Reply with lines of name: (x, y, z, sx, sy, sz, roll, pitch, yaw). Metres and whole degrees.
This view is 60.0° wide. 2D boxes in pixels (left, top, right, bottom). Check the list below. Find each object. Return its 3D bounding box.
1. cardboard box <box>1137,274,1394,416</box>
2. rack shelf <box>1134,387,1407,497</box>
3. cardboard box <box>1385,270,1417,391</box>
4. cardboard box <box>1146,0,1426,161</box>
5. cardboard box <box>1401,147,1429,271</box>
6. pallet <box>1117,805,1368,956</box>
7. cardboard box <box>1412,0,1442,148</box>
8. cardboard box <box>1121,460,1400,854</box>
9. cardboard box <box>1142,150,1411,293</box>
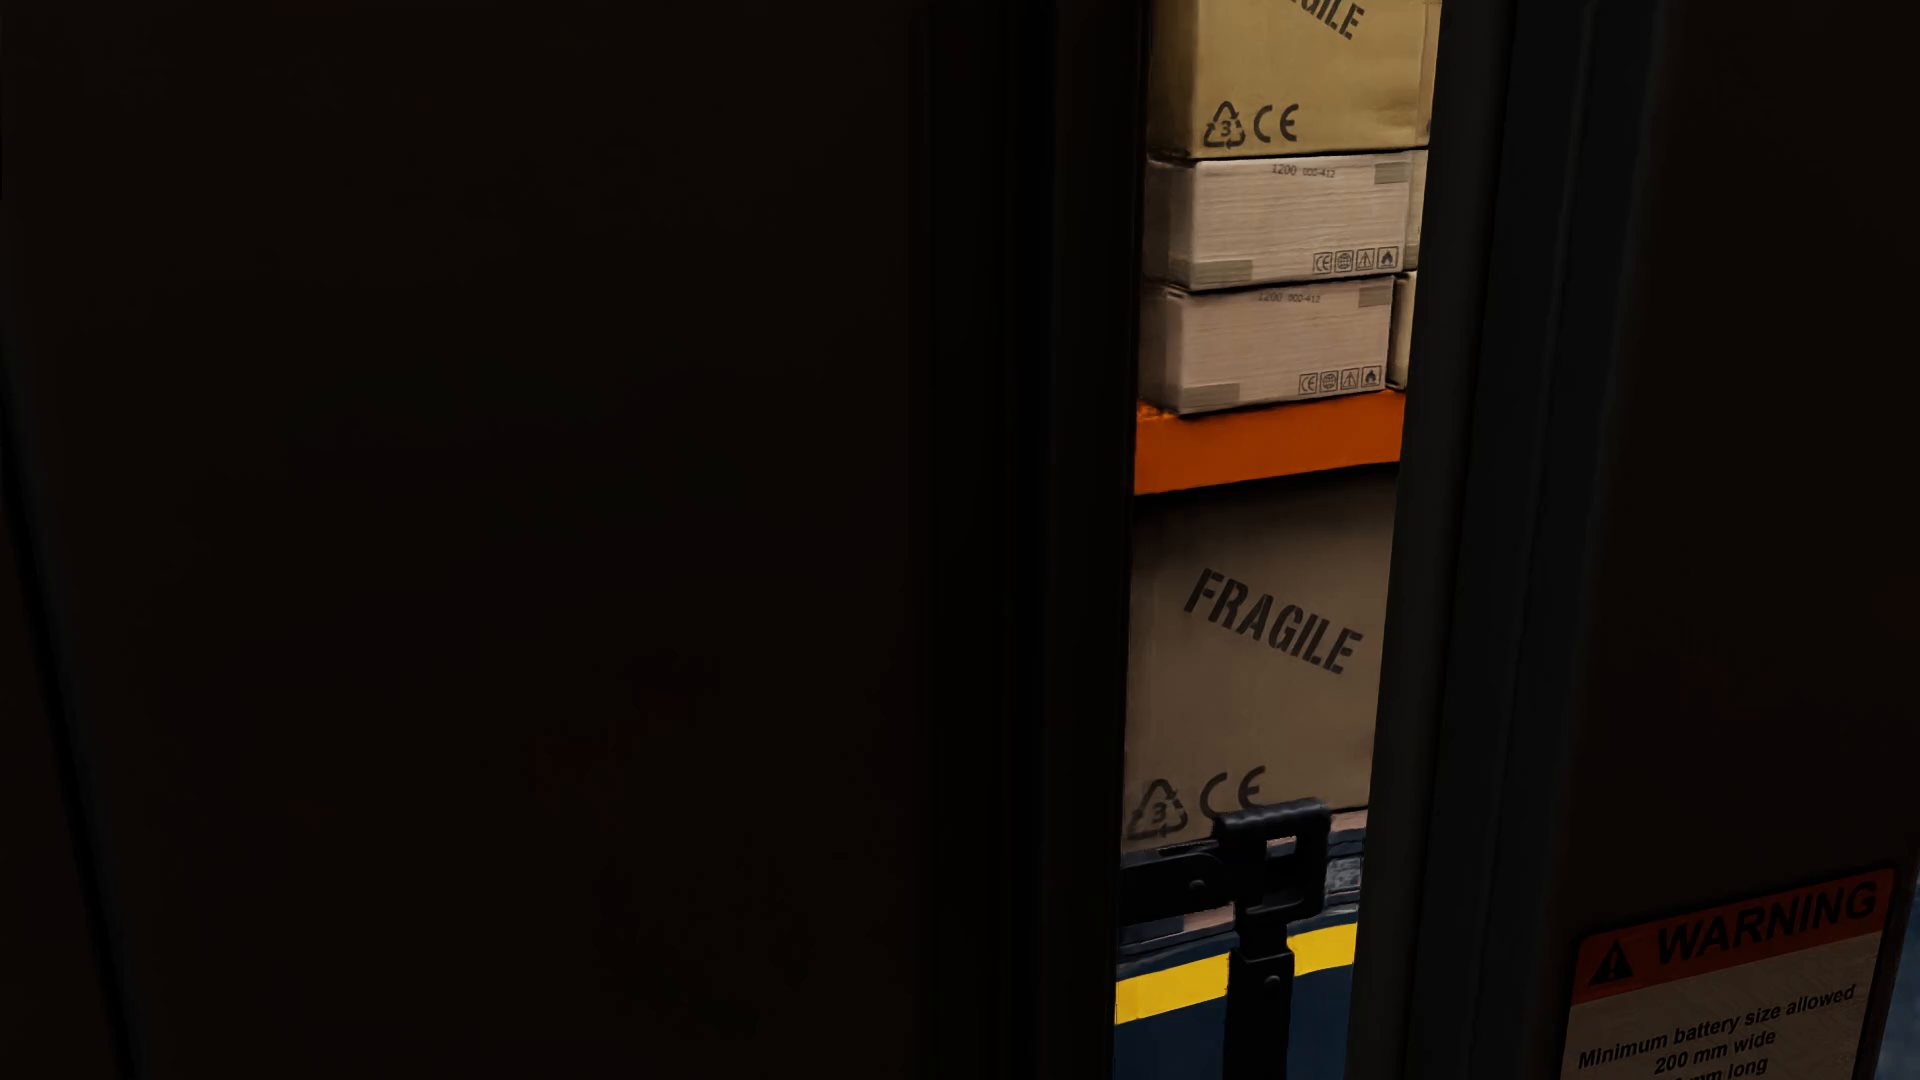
cardboard box: (0.565, -0.471, 3.569, 0.500, 0.250, 0.500, -9, 21, -23)
rack shelf: (1.893, -0.488, 4.475, 4.000, 0.370, 1.077, -8, 21, -22)
cardboard box: (1.040, -0.539, 3.763, 0.500, 0.250, 0.500, -9, 21, -23)
cardboard box: (0.574, -1.053, 3.341, 0.500, 0.500, 0.500, -8, 21, -21)
cardboard box: (1.040, -0.778, 3.689, 0.500, 0.250, 0.500, -8, 21, -21)
pallet: (0.735, 0.627, 4.425, 1.213, 0.211, 1.003, -8, 21, -22)
cardboard box: (1.030, -1.129, 3.555, 0.500, 0.500, 0.500, -8, 21, -22)
cardboard box: (0.594, 0.134, 4.192, 0.875, 0.875, 0.875, -7, 21, -20)
cardboard box: (0.572, -0.701, 3.470, 0.500, 0.250, 0.500, -9, 21, -23)
